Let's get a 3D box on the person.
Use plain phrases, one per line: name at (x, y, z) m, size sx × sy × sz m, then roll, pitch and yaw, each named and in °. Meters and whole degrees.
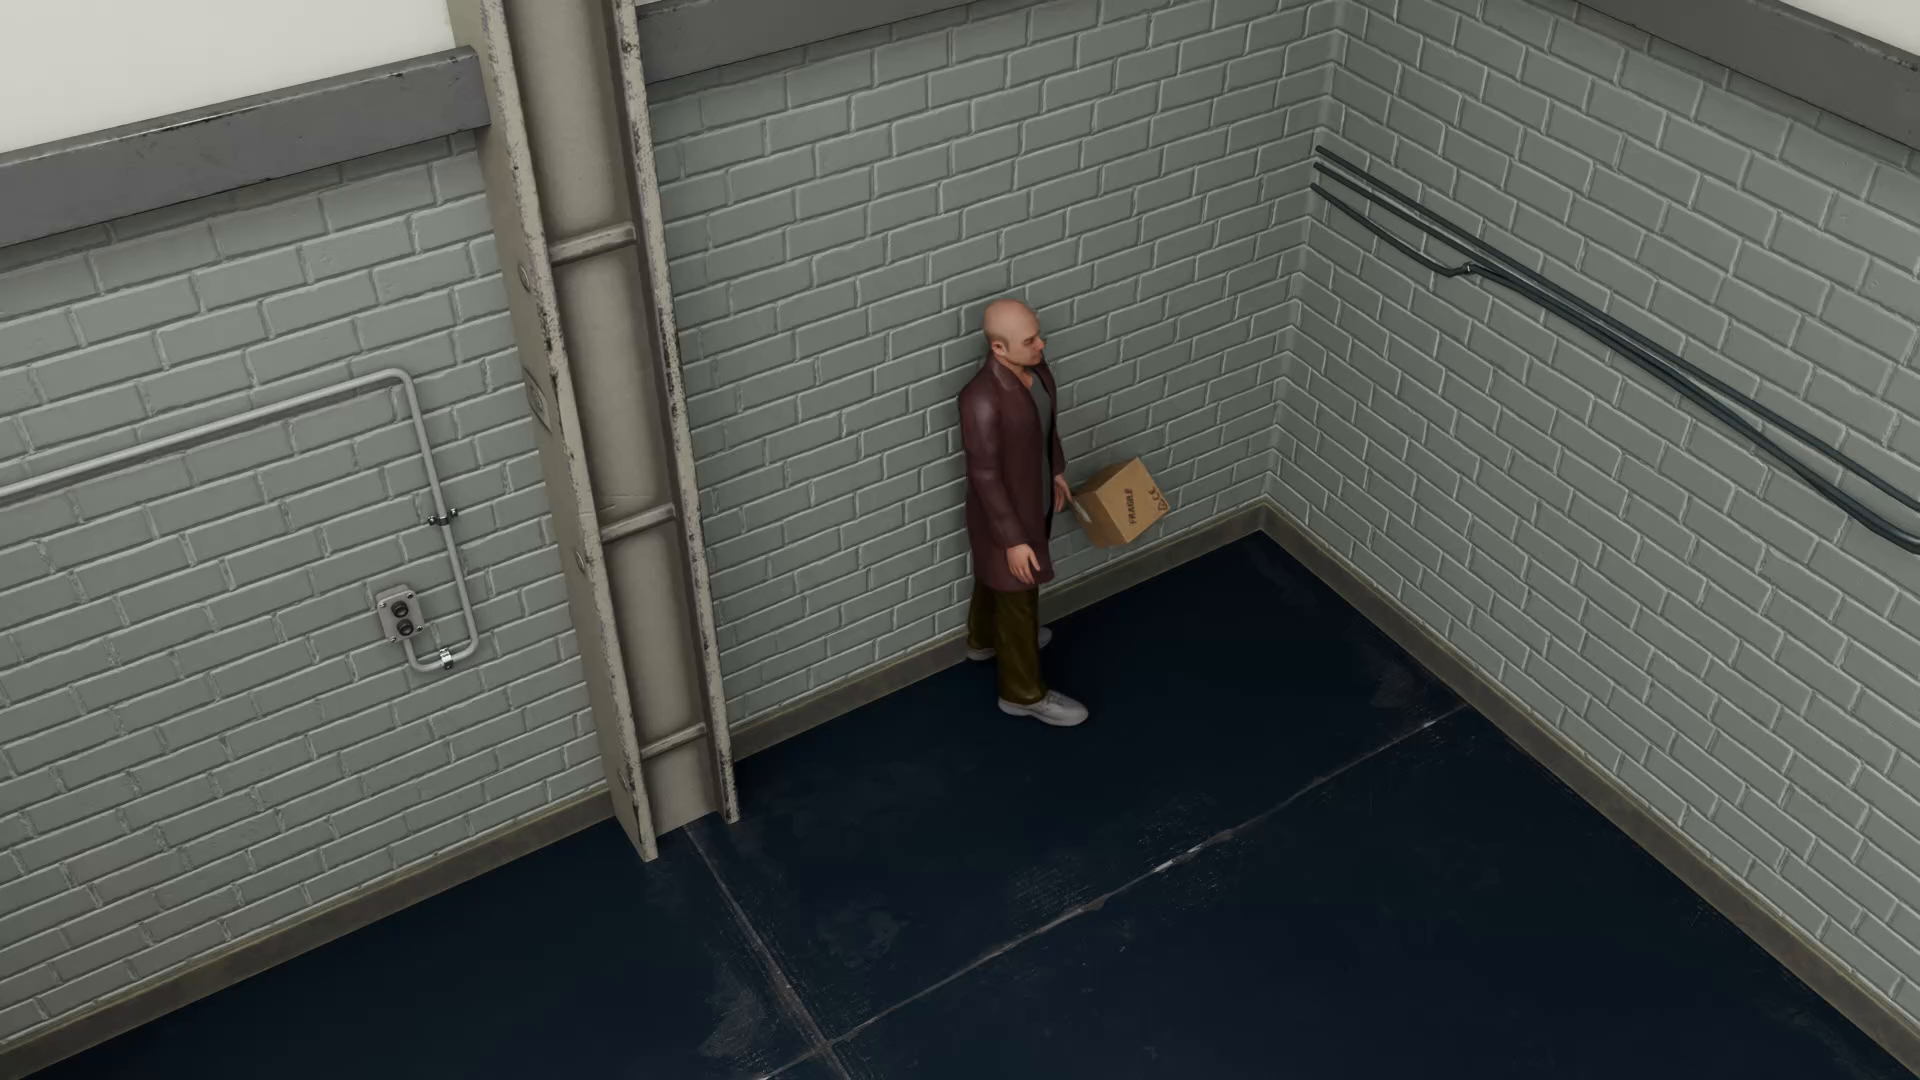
person at (0.283, -0.107, 6.266) m, size 0.605 × 1.780 × 0.644 m, roll 13°, pitch 42°, yaw 15°
